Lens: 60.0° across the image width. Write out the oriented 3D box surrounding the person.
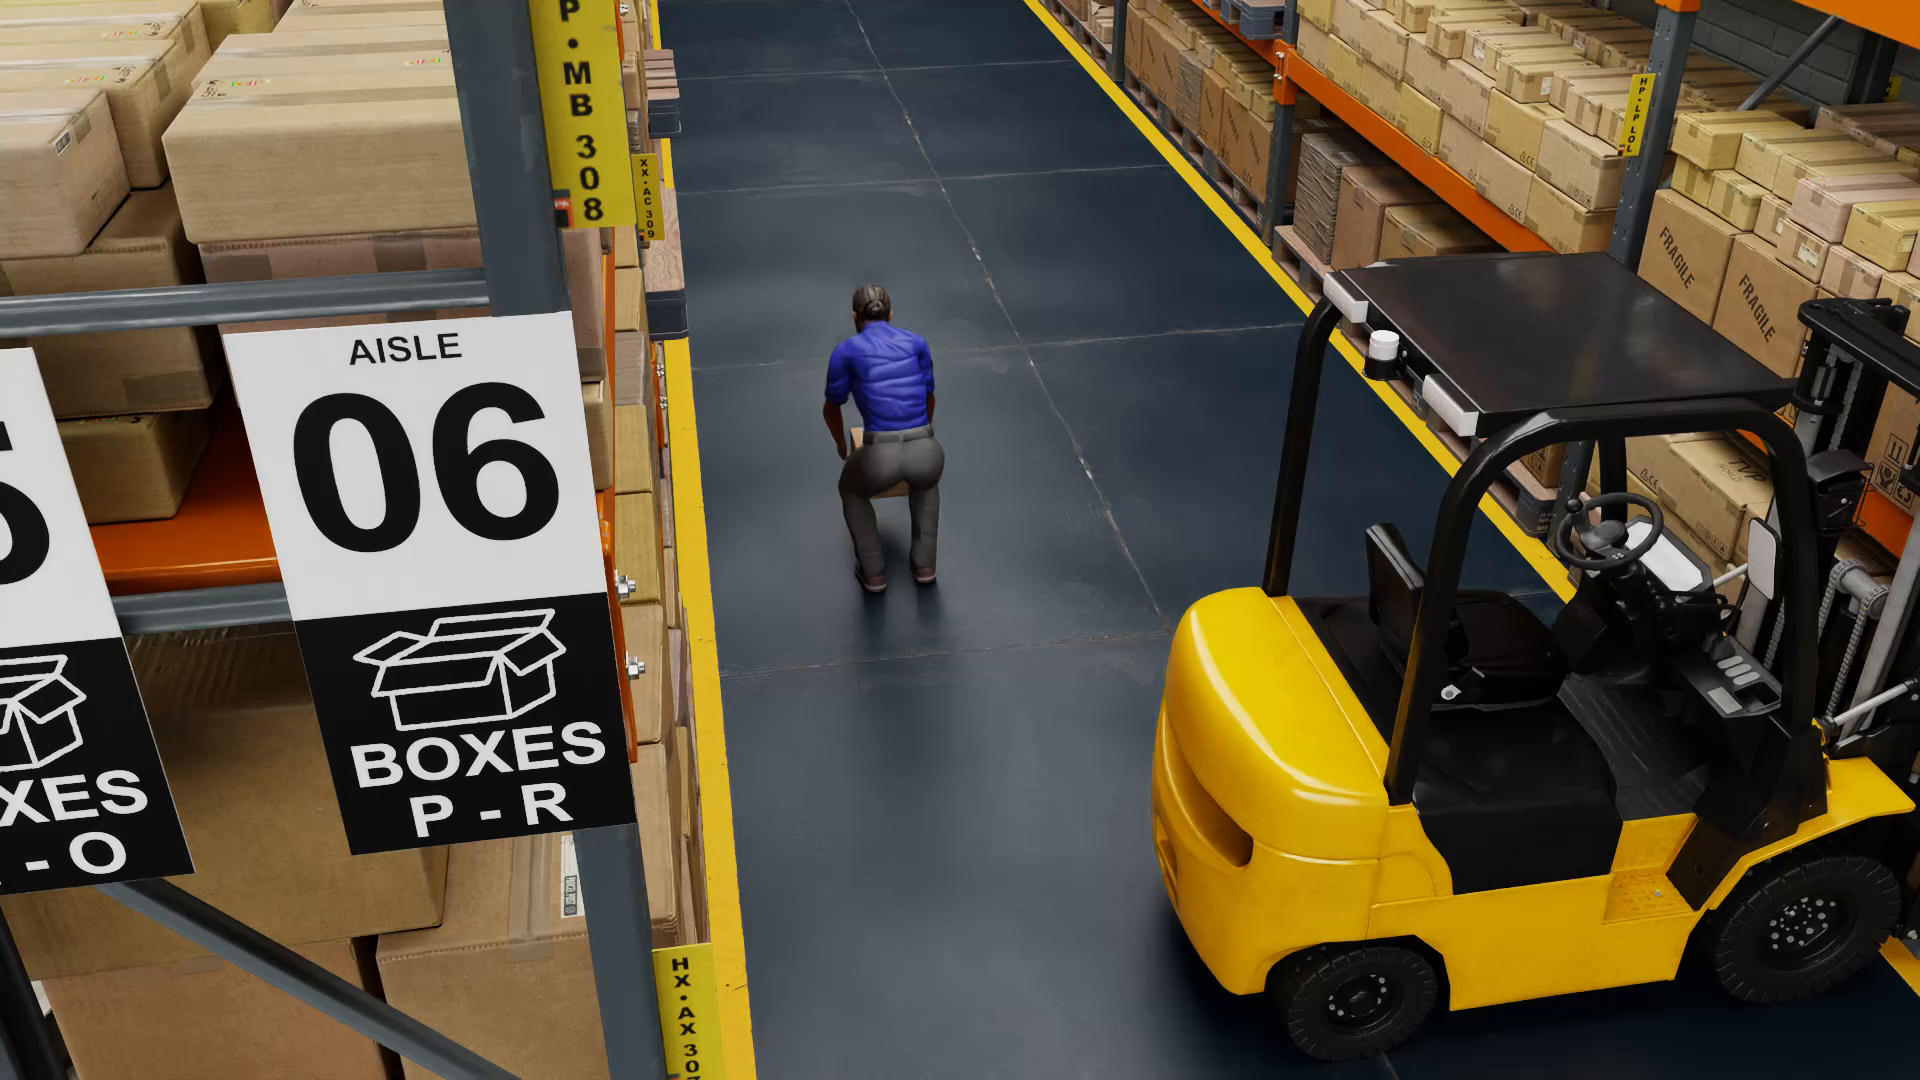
[{"bbox_3d":[-0.329,-0.409,7.198,0.497,1.280,0.681,-6,31,-9],"label":"person"}]
